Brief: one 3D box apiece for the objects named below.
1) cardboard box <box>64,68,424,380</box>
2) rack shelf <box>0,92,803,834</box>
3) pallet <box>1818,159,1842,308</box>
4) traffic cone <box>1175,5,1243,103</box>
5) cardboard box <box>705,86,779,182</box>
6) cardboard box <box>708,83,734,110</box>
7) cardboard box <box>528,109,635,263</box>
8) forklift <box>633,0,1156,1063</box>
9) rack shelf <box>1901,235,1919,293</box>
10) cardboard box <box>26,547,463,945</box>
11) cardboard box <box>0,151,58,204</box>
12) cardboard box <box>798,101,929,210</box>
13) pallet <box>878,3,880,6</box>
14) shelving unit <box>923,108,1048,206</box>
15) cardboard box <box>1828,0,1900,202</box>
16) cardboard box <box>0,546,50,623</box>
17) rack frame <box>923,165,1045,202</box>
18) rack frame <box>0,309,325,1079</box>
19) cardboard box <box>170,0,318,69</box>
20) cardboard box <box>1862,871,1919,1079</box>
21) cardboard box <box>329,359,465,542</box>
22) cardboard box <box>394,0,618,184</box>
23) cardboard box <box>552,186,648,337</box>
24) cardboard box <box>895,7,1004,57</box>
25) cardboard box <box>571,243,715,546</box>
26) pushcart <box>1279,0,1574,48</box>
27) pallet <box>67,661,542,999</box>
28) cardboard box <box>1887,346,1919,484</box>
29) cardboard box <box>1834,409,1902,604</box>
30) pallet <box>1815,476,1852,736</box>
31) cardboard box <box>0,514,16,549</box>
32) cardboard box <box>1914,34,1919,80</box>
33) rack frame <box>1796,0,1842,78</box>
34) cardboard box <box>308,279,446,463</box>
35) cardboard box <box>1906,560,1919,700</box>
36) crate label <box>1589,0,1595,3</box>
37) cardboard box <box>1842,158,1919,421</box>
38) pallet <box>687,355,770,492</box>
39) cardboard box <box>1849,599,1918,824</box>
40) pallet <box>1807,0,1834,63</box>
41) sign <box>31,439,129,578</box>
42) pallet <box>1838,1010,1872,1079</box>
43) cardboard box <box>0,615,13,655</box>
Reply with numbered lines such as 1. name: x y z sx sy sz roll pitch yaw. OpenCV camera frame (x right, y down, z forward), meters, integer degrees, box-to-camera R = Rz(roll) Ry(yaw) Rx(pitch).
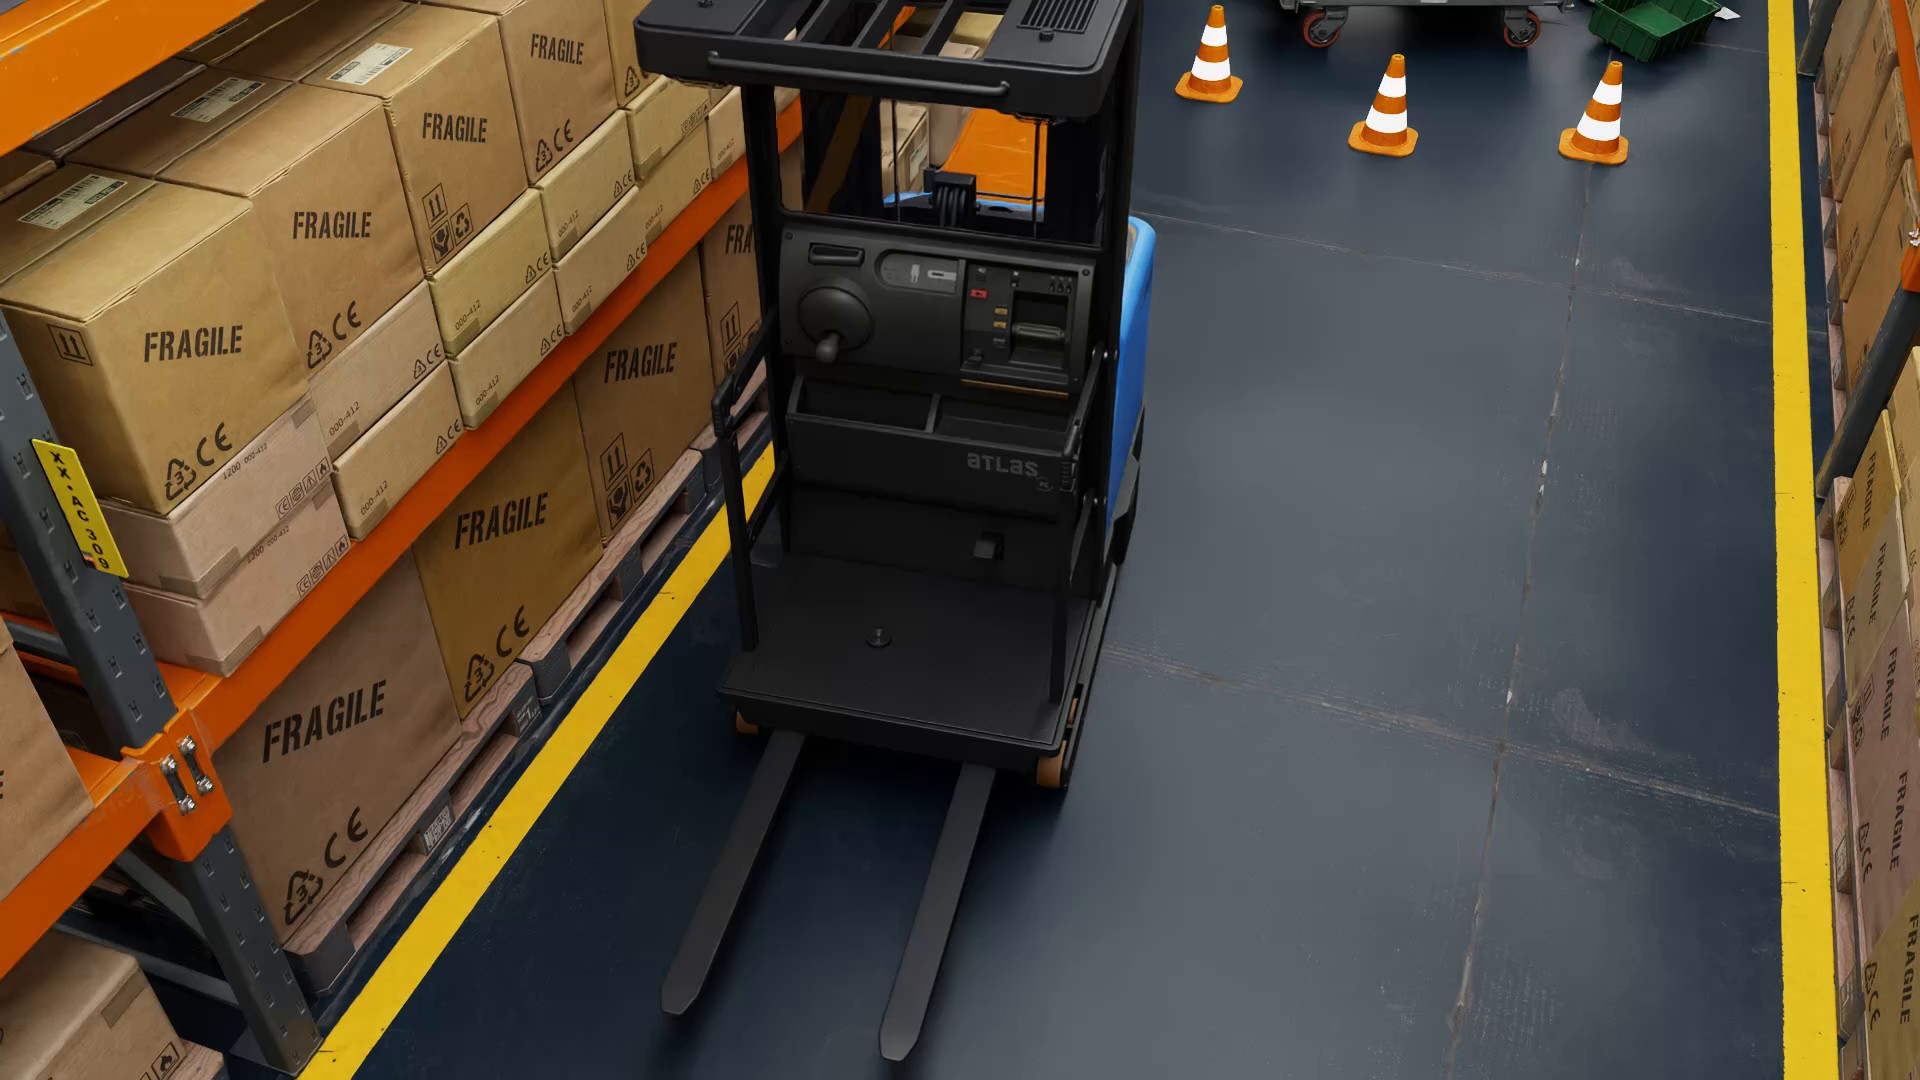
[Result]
1. cardboard box: -1.686 -0.761 3.983 0.500 0.500 0.500 13 42 15
2. rack shelf: -1.571 -0.767 5.393 1.077 0.370 4.000 13 42 15
3. pallet: 4.559 -1.369 7.692 1.003 0.211 1.213 13 42 15
4. traffic cone: 1.373 -2.668 9.021 0.336 0.463 0.334 13 42 15
5. cardboard box: -0.976 -1.523 5.839 0.500 0.250 0.500 14 42 16
6. cardboard box: -0.985 -1.729 5.695 0.500 0.250 0.500 12 42 14
7. cardboard box: -1.319 -1.095 4.953 0.500 0.250 0.500 12 42 14
8. forklift: -0.124 -0.596 4.690 1.130 2.935 3.031 9 41 10
9. rack shelf: 3.116 0.270 4.177 1.077 0.370 4.000 13 42 15
10. cardboard box: -2.118 0.431 4.747 0.875 0.875 0.875 15 43 16
11. cardboard box: -2.338 -0.568 3.757 0.500 0.500 0.500 15 43 16
12. cardboard box: -0.684 -1.763 7.707 0.950 0.372 0.625 11 42 12
13. pallet: -0.743 -2.646 7.188 1.213 0.211 1.003 13 42 15
14. shelving unit: 0.229 -1.232 6.828 0.538 1.125 1.048 9 41 10
15. cardboard box: 4.706 -1.981 7.671 1.050 0.750 0.750 13 42 15
16. cardboard box: -2.338 -0.094 4.164 0.500 0.250 0.500 12 42 14
17. rack frame: 0.112 -0.911 6.452 0.500 1.125 0.032 9 41 10
18. rack frame: -2.255 0.179 3.729 1.000 3.000 0.127 13 42 15
19. cardboard box: -1.976 -1.190 4.486 0.500 0.500 0.500 15 43 16
20. cardboard box: 2.624 1.187 4.150 0.500 0.500 0.500 12 42 14
21. cardboard box: -1.680 -0.290 4.394 0.500 0.250 0.500 12 42 14
22. cardboard box: -1.341 -1.383 4.712 0.500 0.500 0.500 13 42 14
23. cardboard box: -1.311 -0.902 5.111 0.500 0.250 0.500 13 42 14
24. cardboard box: -0.175 -2.676 8.777 0.950 0.372 0.625 15 43 17
25. cardboard box: -1.510 -0.666 6.034 0.875 0.875 0.875 14 42 16
26. pushcart: 2.641 -3.227 9.742 1.648 0.377 0.936 0 40 0
27. pallet: -2.061 0.752 5.206 1.003 0.211 1.213 13 42 15
28. cardboard box: 3.336 -0.351 5.375 0.500 0.250 0.500 11 42 13
29. cardboard box: 3.318 -0.058 5.609 0.500 0.500 0.500 12 42 13
30. pallet: 3.531 0.313 5.720 1.003 0.211 1.213 13 42 15
31. cardboard box: -2.332 -0.277 3.994 0.500 0.250 0.500 13 42 15
32. cardboard box: 3.873 -1.900 6.089 0.500 0.500 0.500 13 42 15
33. rack frame: 5.167 -3.664 8.233 1.000 3.000 0.127 13 42 15
34. cardboard box: -1.687 -0.484 4.237 0.500 0.250 0.500 14 42 16
35. cardboard box: 2.982 0.257 4.662 0.500 0.250 0.500 14 42 15
36. crate label: 3.890 -3.338 10.057 0.298 0.136 0.250 -13 42 -15
37. cardboard box: 4.092 -0.879 6.379 1.050 0.750 0.750 13 42 14
38. pallet: -1.227 -0.736 6.950 1.003 0.211 1.213 13 42 15
39. cardboard box: 2.978 0.564 4.881 0.500 0.500 0.500 12 42 14
40. pallet: 5.501 -3.049 9.661 1.003 0.211 1.213 13 42 15
41. sign: -1.732 -0.058 3.279 0.100 0.325 0.005 13 42 15
42. pallet: 2.697 1.801 3.976 1.003 0.211 1.213 13 42 15
43. cardboard box: -2.156 0.109 2.963 0.500 0.500 0.500 13 42 15
